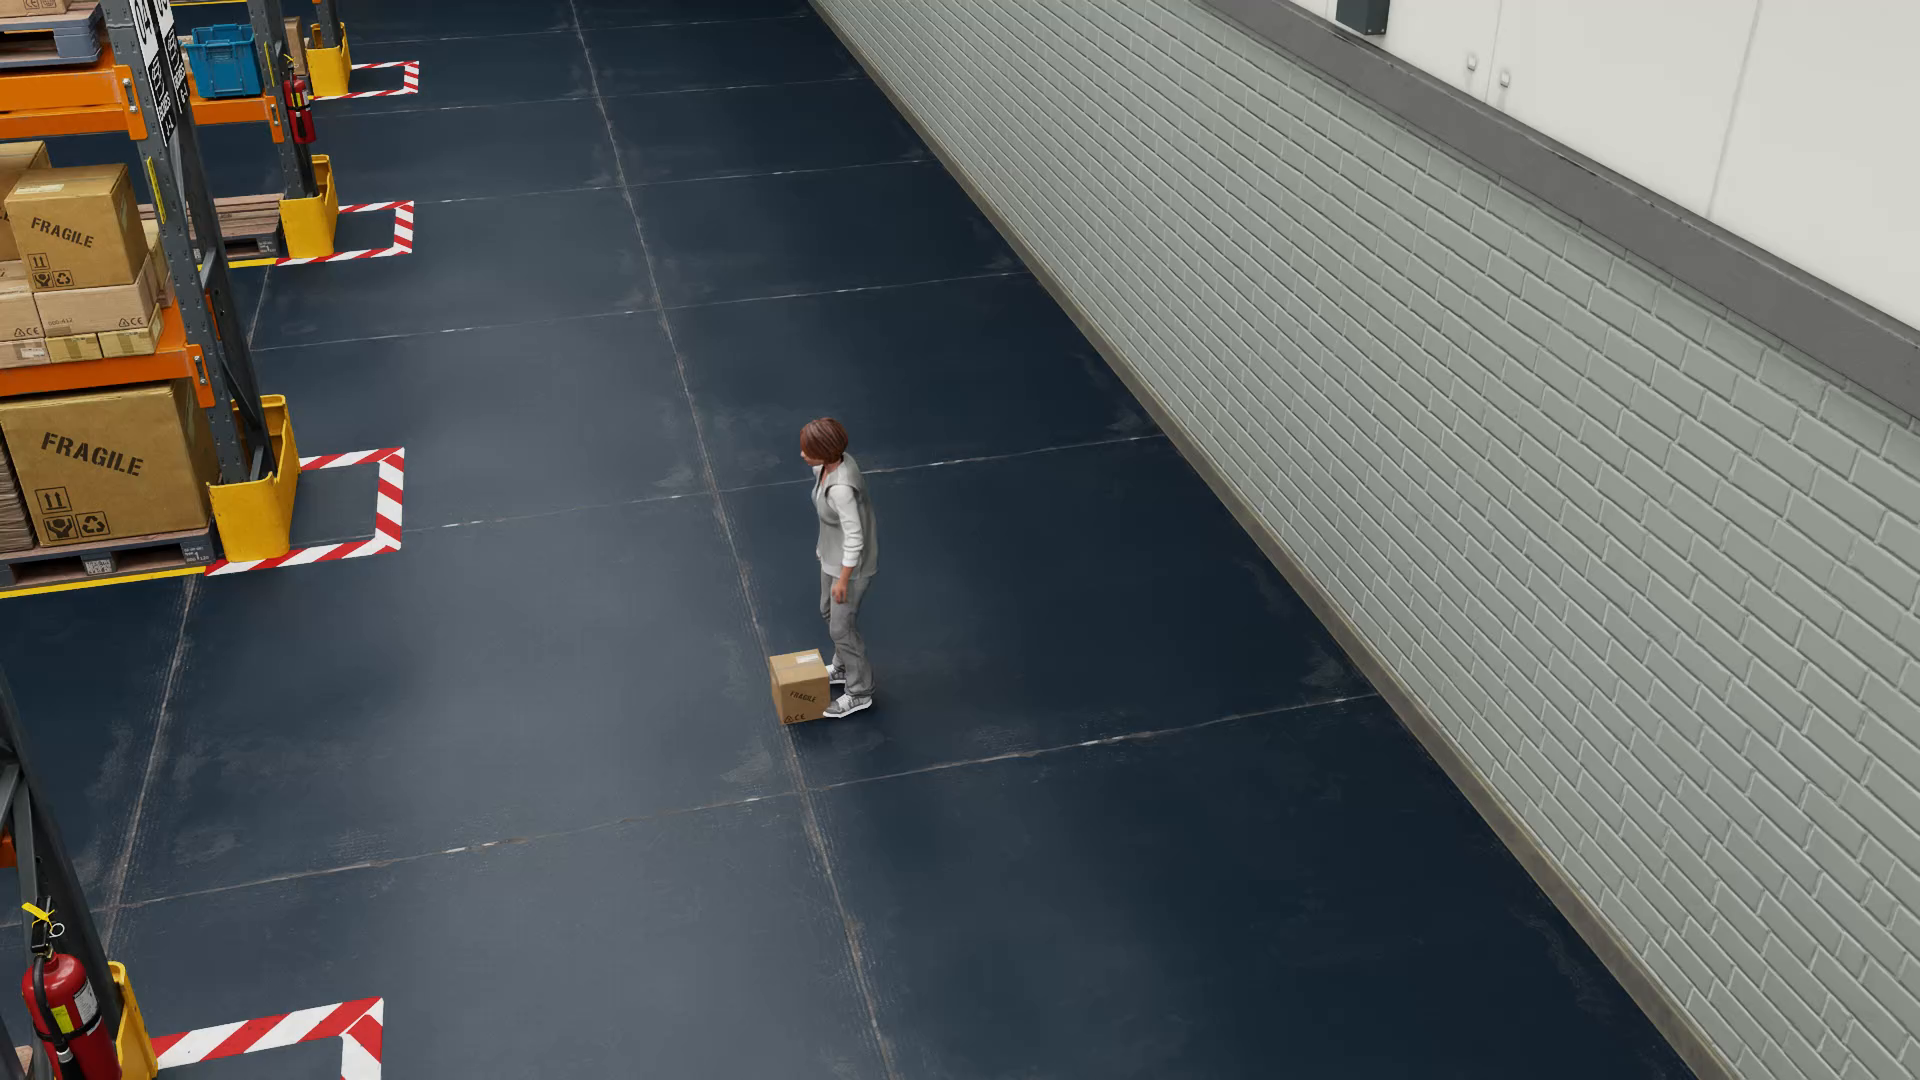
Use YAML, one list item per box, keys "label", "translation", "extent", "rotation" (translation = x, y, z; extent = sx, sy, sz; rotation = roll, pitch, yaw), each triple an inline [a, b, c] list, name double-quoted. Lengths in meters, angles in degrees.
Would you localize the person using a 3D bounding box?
- label: "person"
  translation: [-0.574, 0.119, 8.038]
  extent: [0.344, 1.593, 0.462]
  rotation: [-8, 32, -13]
